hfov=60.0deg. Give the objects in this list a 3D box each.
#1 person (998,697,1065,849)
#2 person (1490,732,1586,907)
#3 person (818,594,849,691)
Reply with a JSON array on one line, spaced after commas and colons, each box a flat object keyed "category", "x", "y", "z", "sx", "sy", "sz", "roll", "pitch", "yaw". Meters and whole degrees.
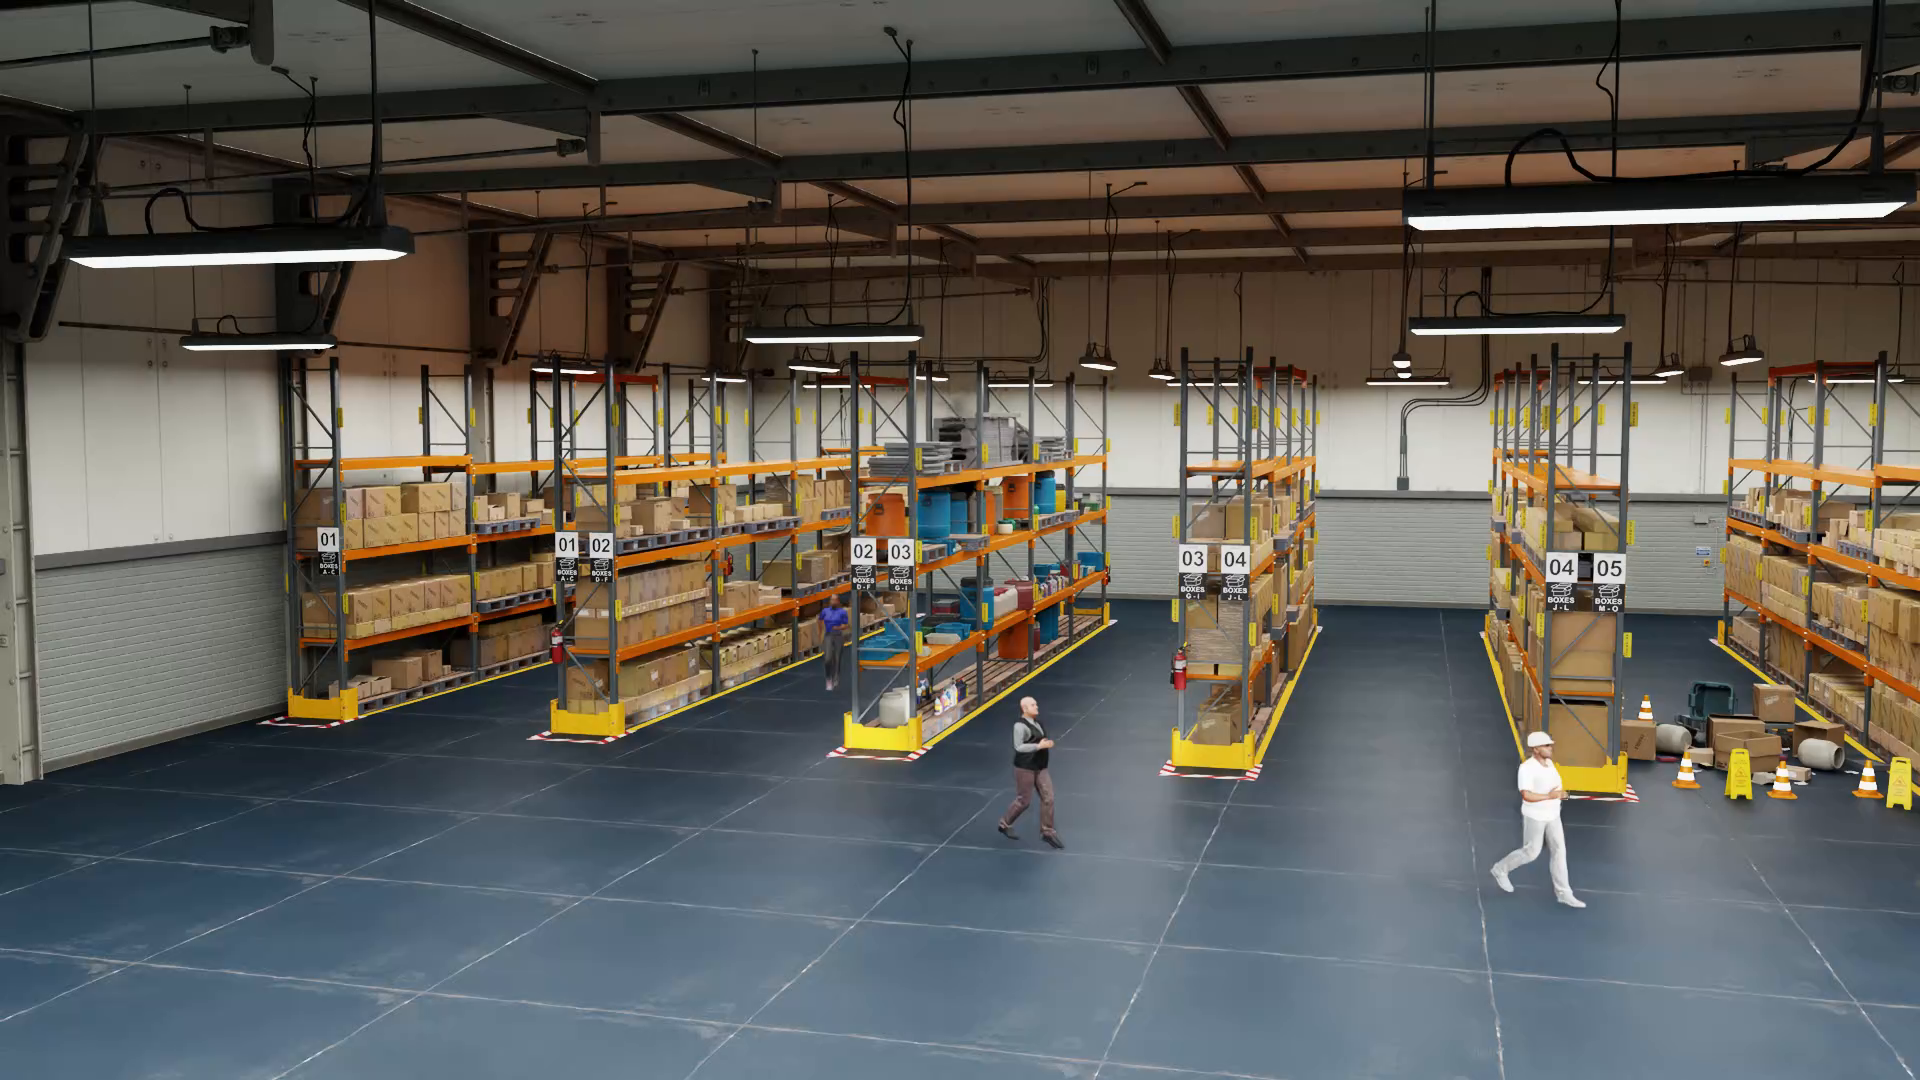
[{"category": "person", "x": 0.825, "y": 2.701, "z": 19.392, "sx": 0.826, "sy": 1.755, "sz": 0.650, "roll": 3, "pitch": 5, "yaw": 35}, {"category": "person", "x": 5.969, "y": 2.840, "z": 17.106, "sx": 0.703, "sy": 1.747, "sz": 0.987, "roll": -4, "pitch": 6, "yaw": -40}, {"category": "person", "x": -2.208, "y": 1.783, "z": 28.920, "sx": 0.561, "sy": 1.694, "sz": 0.623, "roll": 0, "pitch": 4, "yaw": -2}]
